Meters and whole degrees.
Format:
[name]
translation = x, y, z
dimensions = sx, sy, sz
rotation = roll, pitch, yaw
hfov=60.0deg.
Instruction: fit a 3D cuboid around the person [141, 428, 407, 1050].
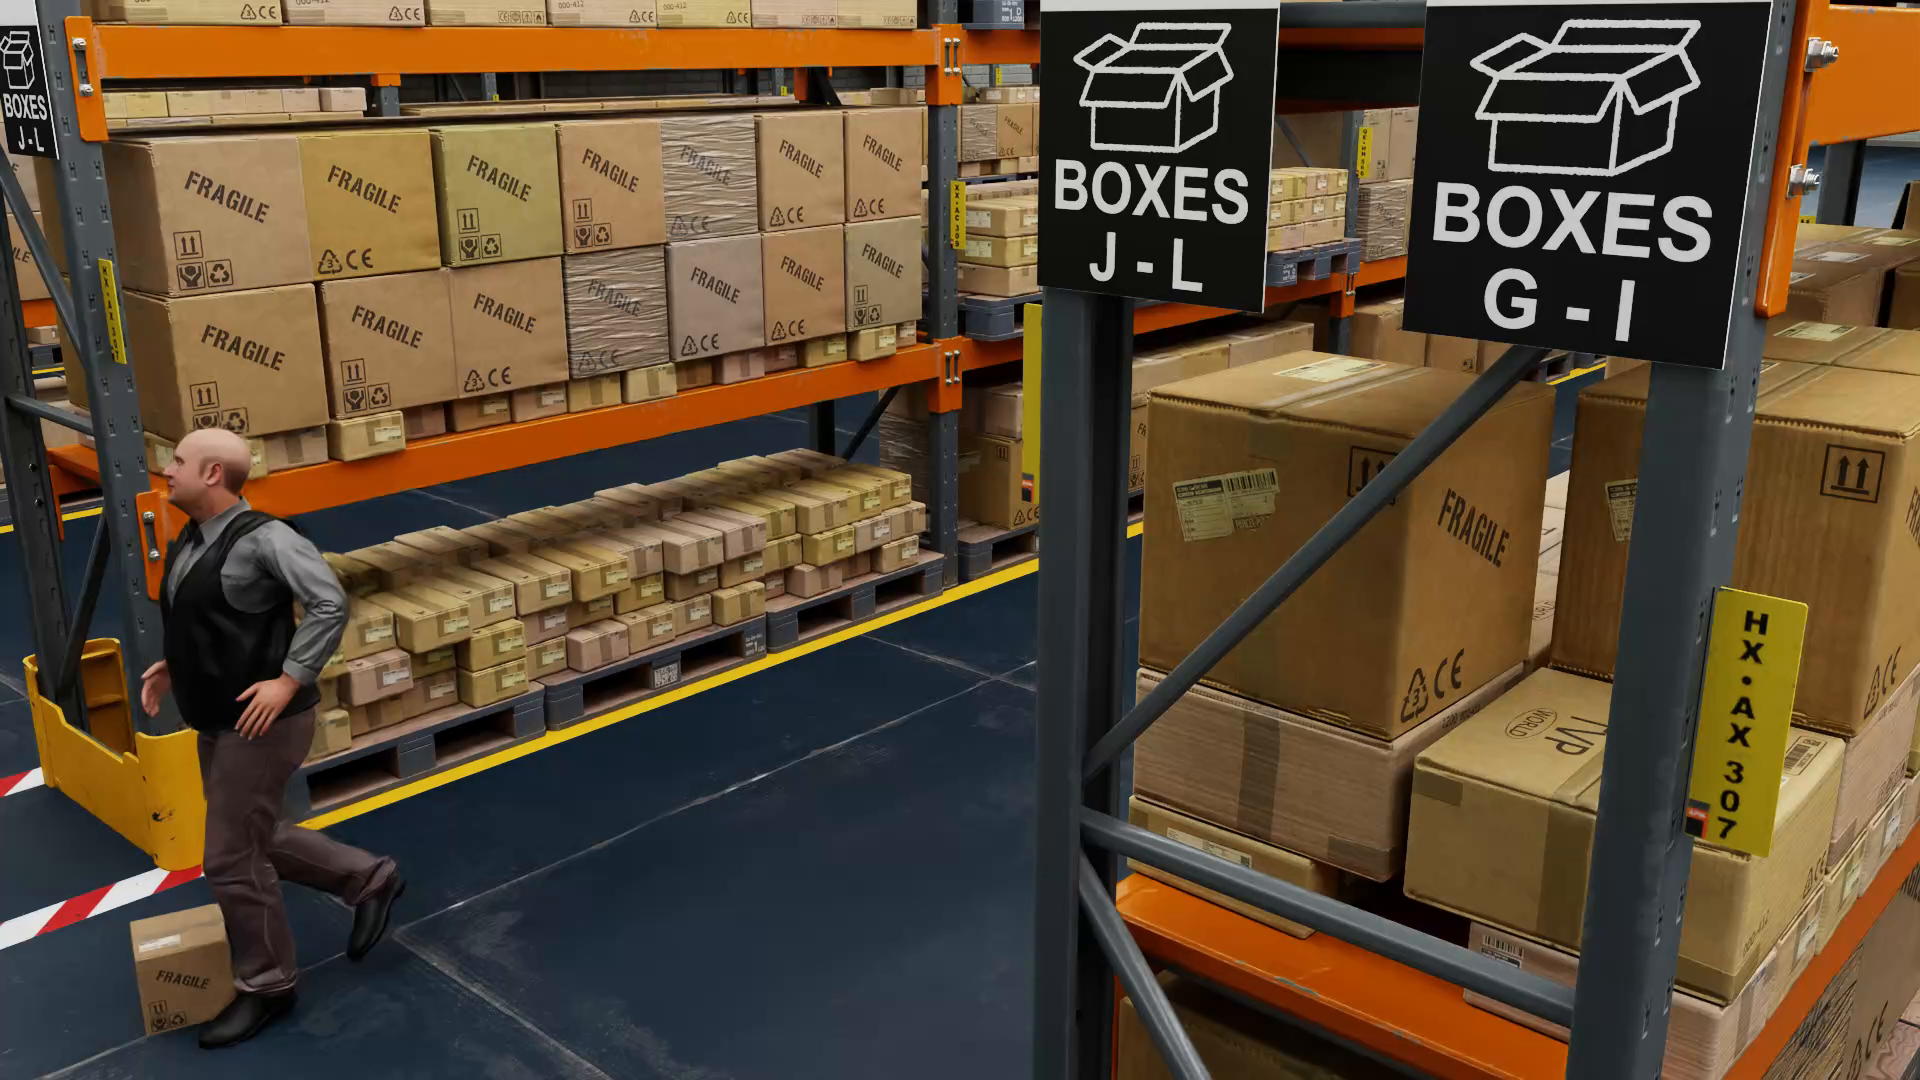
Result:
[person]
translation = -2.061, 0.523, 4.885
dimensions = 0.704, 1.725, 0.695
rotation = -15, 22, -40
